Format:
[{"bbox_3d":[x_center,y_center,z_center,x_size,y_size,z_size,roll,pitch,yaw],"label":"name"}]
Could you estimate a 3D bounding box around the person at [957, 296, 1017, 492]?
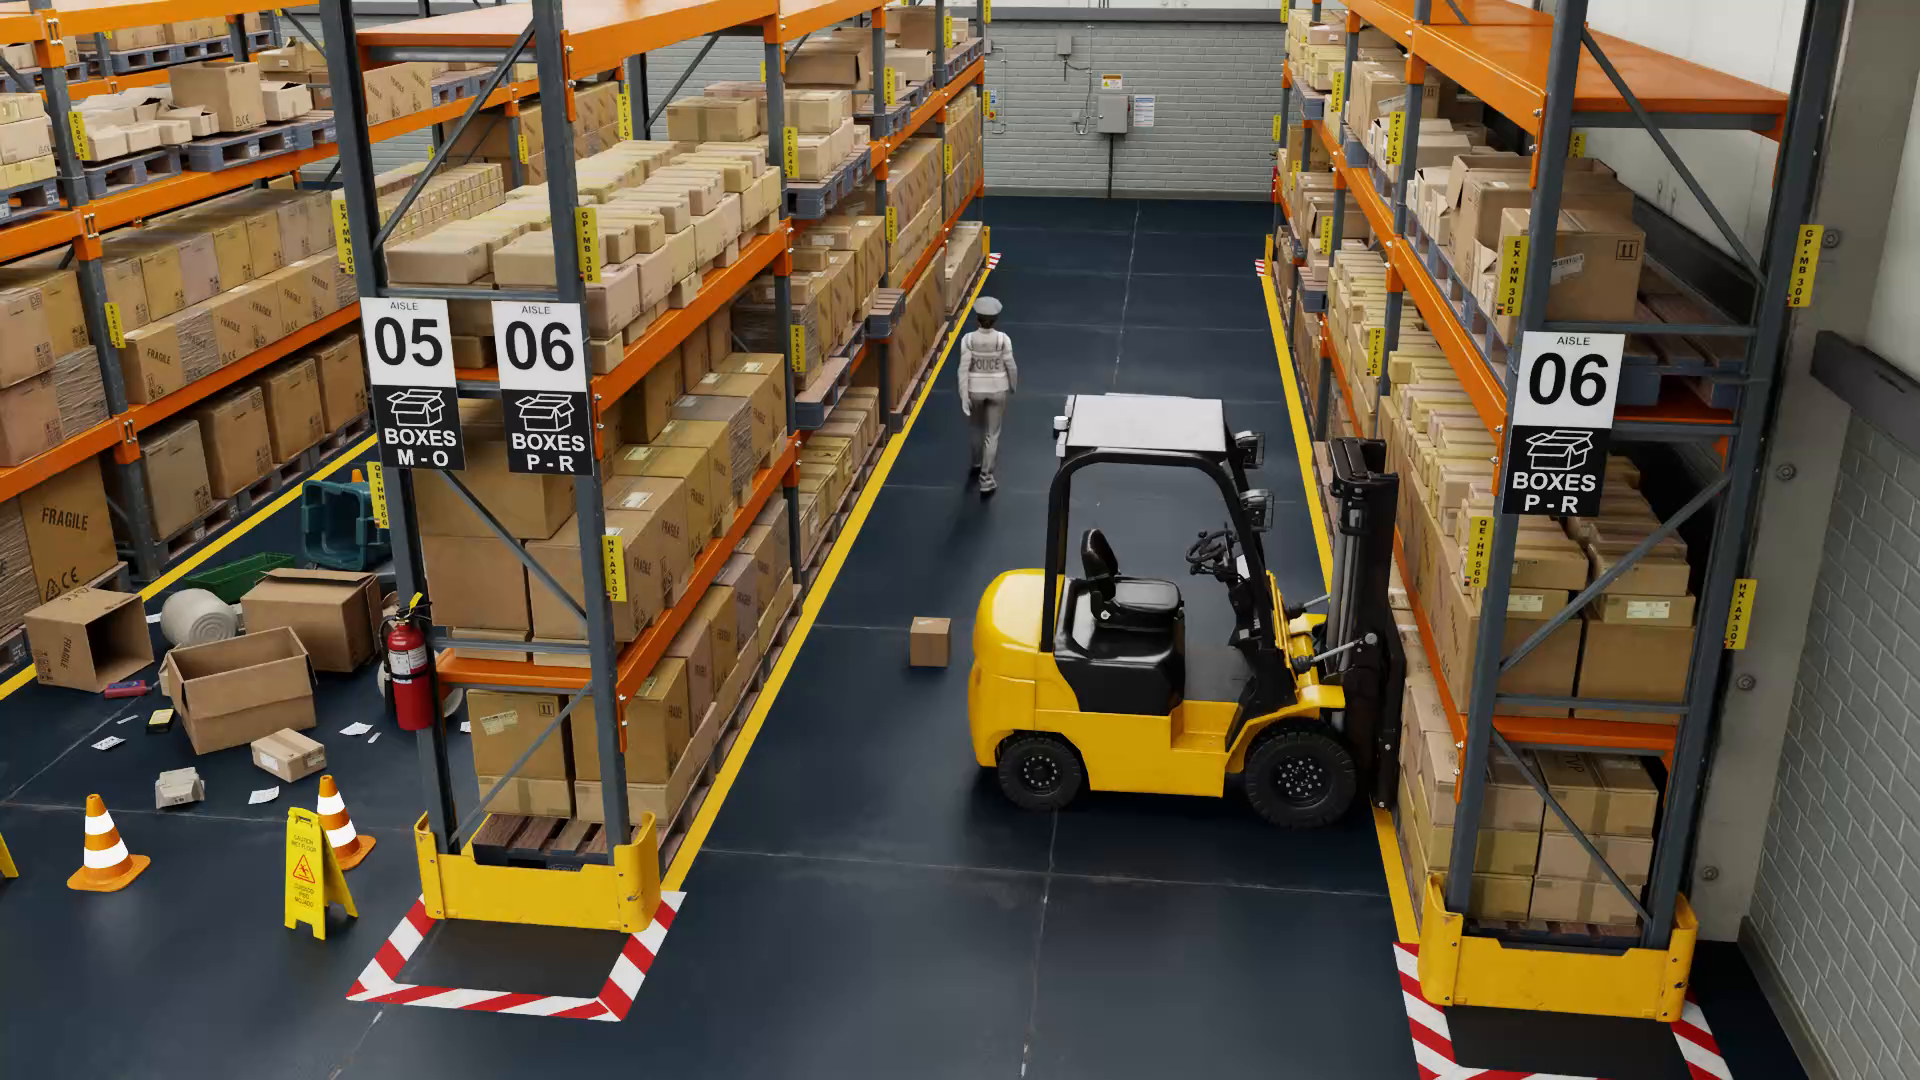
[{"bbox_3d":[0.252,-1.317,14.395,0.499,1.636,0.954,3,22,8],"label":"person"}]
